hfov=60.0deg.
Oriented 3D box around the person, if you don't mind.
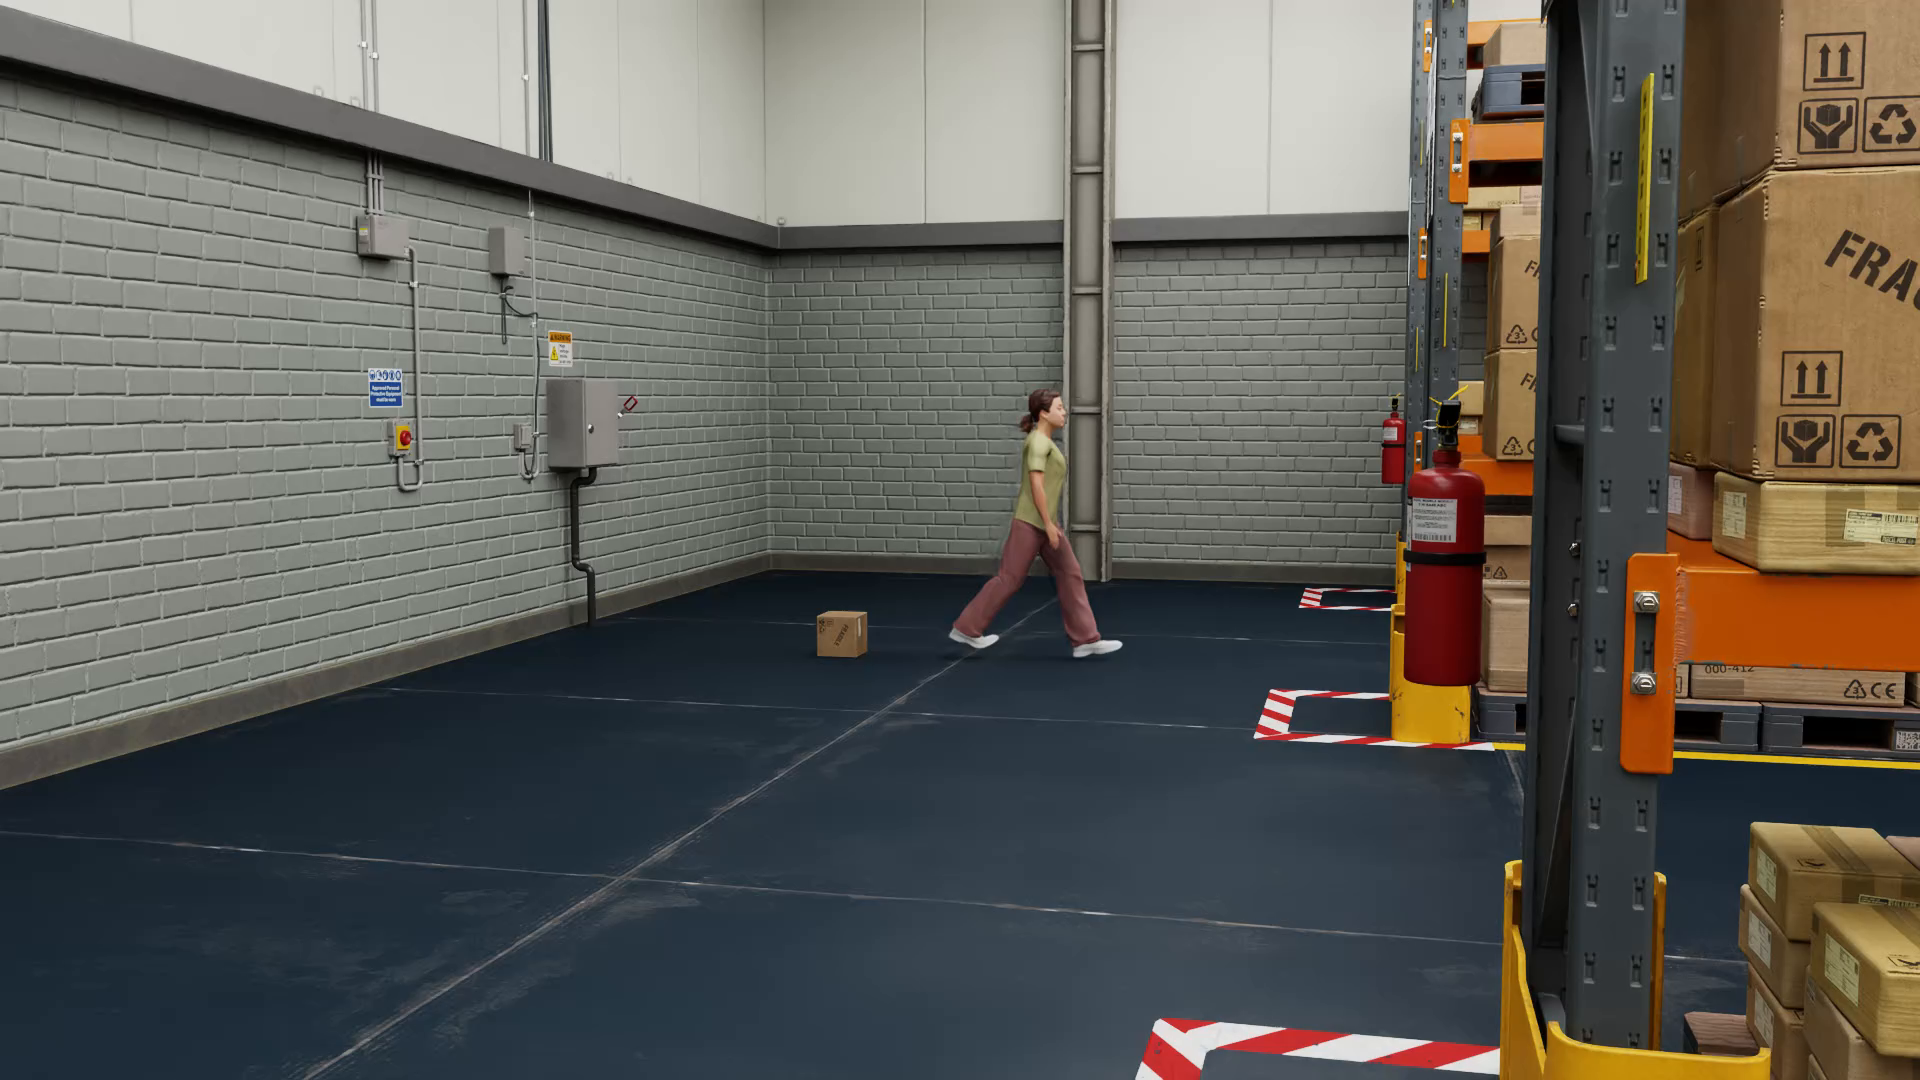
[{"bbox_3d":[0.450,-0.097,9.998,1.047,1.619,0.463,1,5,9],"label":"person"}]
